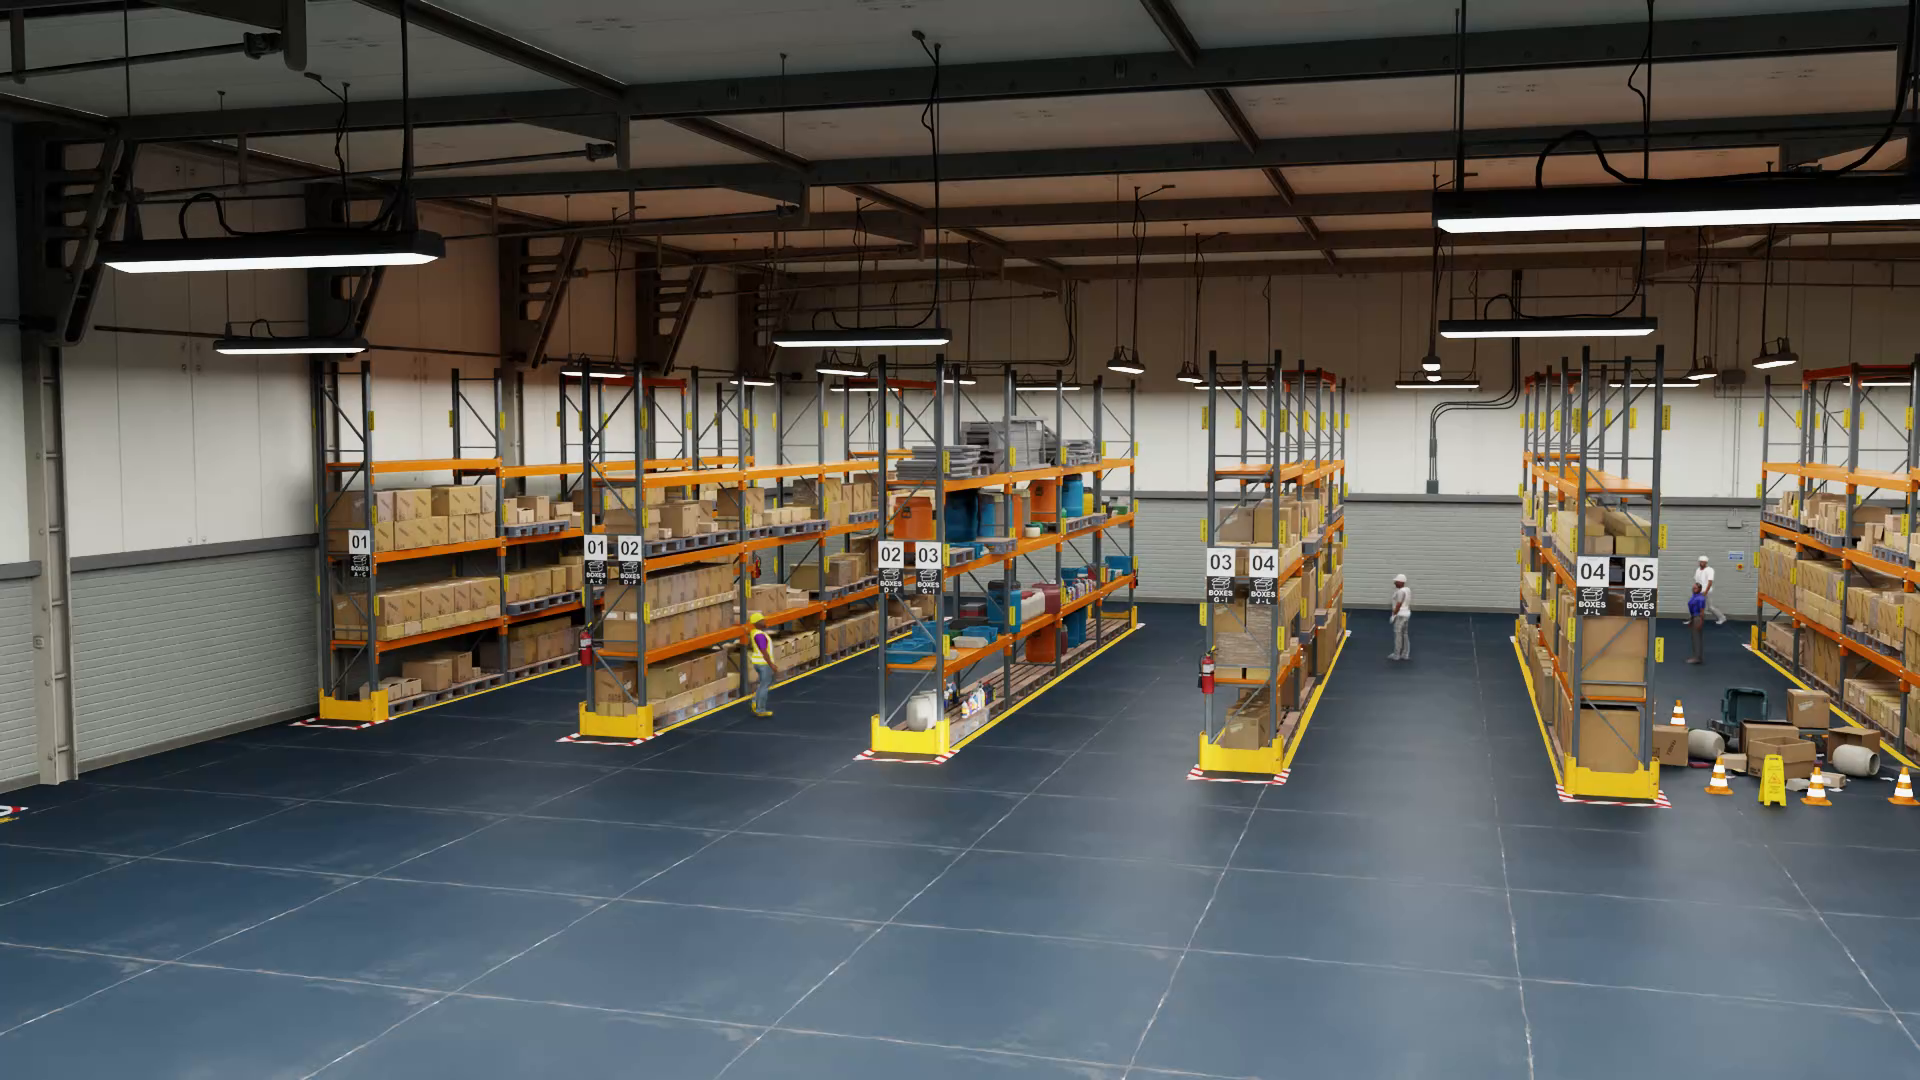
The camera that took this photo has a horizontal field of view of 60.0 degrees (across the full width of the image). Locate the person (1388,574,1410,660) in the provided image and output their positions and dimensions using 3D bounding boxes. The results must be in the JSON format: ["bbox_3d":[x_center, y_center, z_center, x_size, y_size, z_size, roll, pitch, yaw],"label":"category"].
[{"bbox_3d":[9.210,1.611,34.869,0.426,1.797,0.580,2,5,29],"label":"person"}]

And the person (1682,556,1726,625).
[{"bbox_3d":[18.154,1.243,40.556,0.988,1.724,0.625,0,4,-1],"label":"person"}]

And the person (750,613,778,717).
[{"bbox_3d":[-3.319,2.105,28.071,0.496,1.767,0.614,-3,5,-40],"label":"person"}]

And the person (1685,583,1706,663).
[{"bbox_3d":[15.286,1.714,34.571,0.372,1.659,0.508,1,4,18],"label":"person"}]
